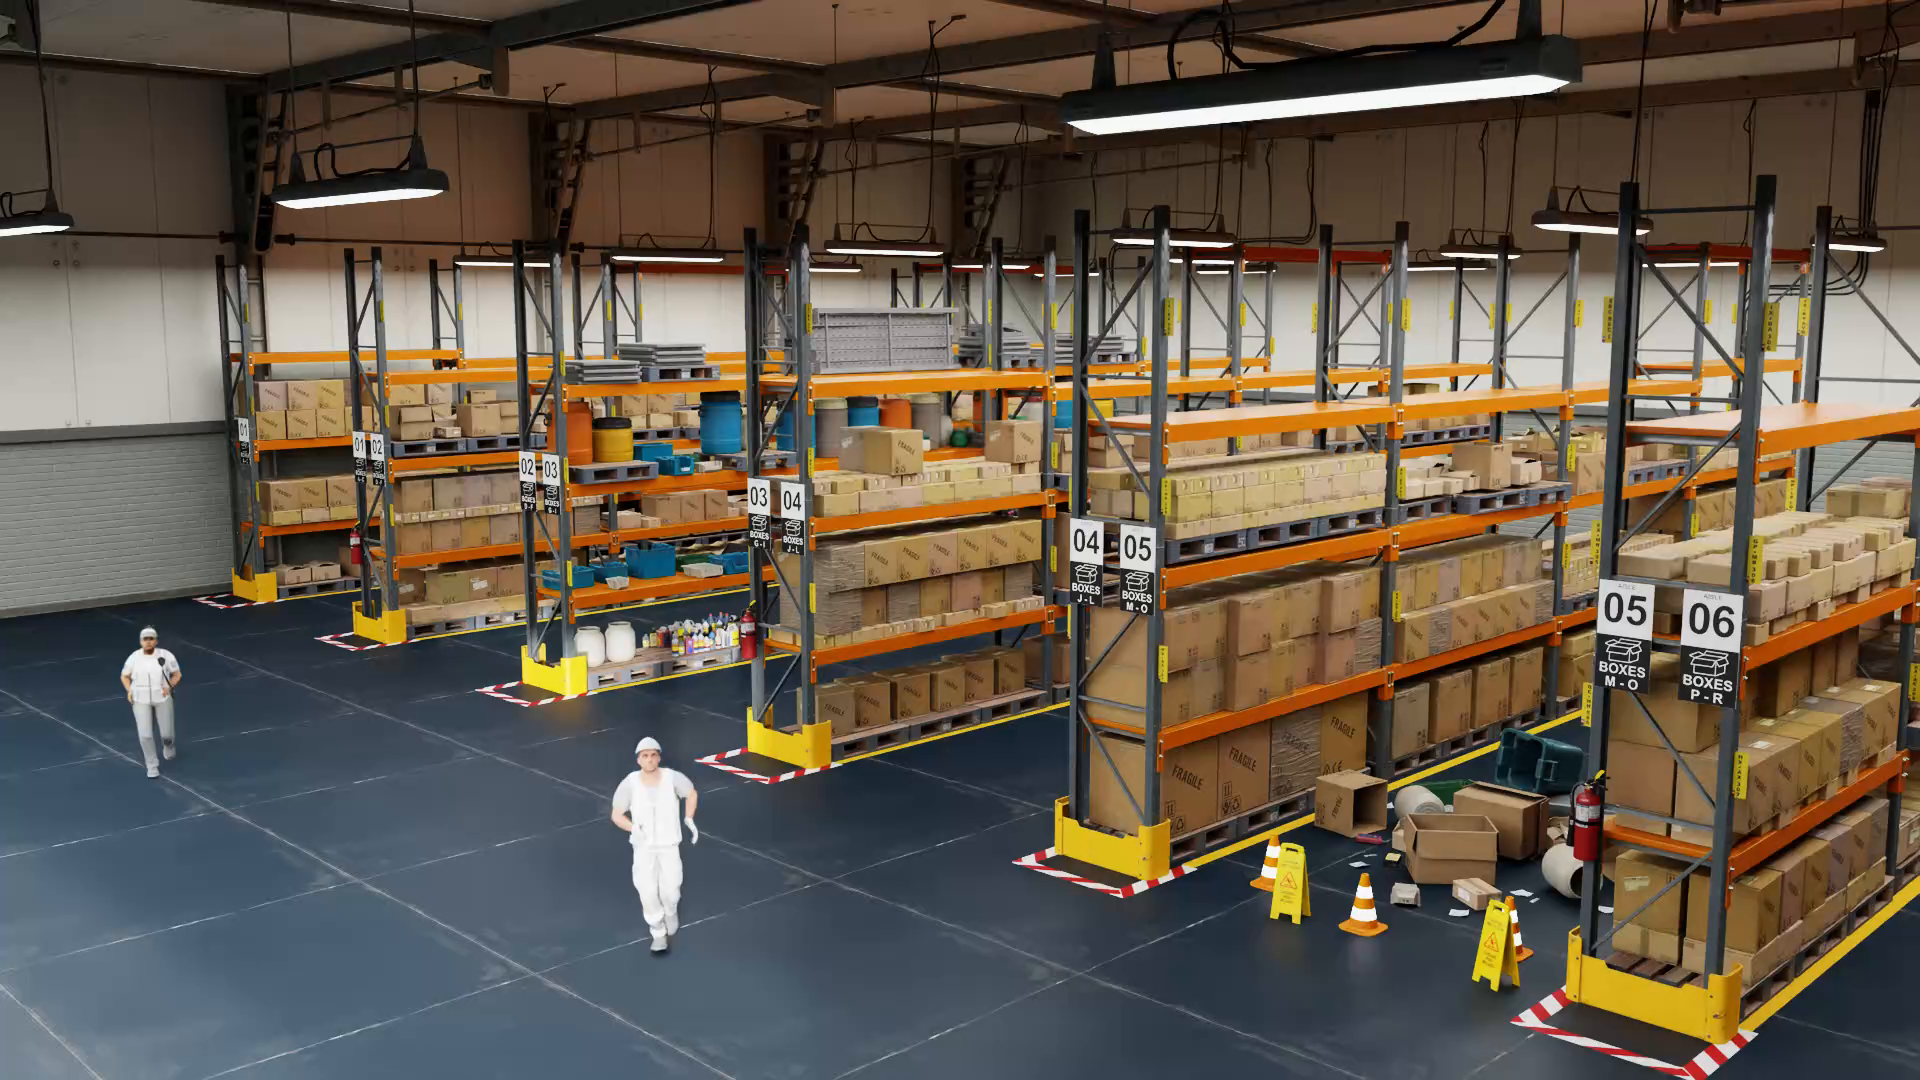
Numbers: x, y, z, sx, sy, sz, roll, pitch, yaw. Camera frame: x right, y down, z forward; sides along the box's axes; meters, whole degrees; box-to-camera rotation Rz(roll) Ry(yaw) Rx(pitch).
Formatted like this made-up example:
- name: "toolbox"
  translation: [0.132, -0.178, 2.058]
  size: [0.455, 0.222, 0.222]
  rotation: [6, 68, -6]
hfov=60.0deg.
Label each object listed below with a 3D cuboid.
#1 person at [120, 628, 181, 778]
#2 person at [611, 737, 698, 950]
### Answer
- name: "person"
  translation: [-8.938, 1.770, 18.397]
  size: [0.611, 1.619, 0.652]
  rotation: [-3, 9, -22]
- name: "person"
  translation: [-2.431, 2.434, 13.248]
  size: [0.673, 1.737, 0.601]
  rotation: [-1, 8, -8]
